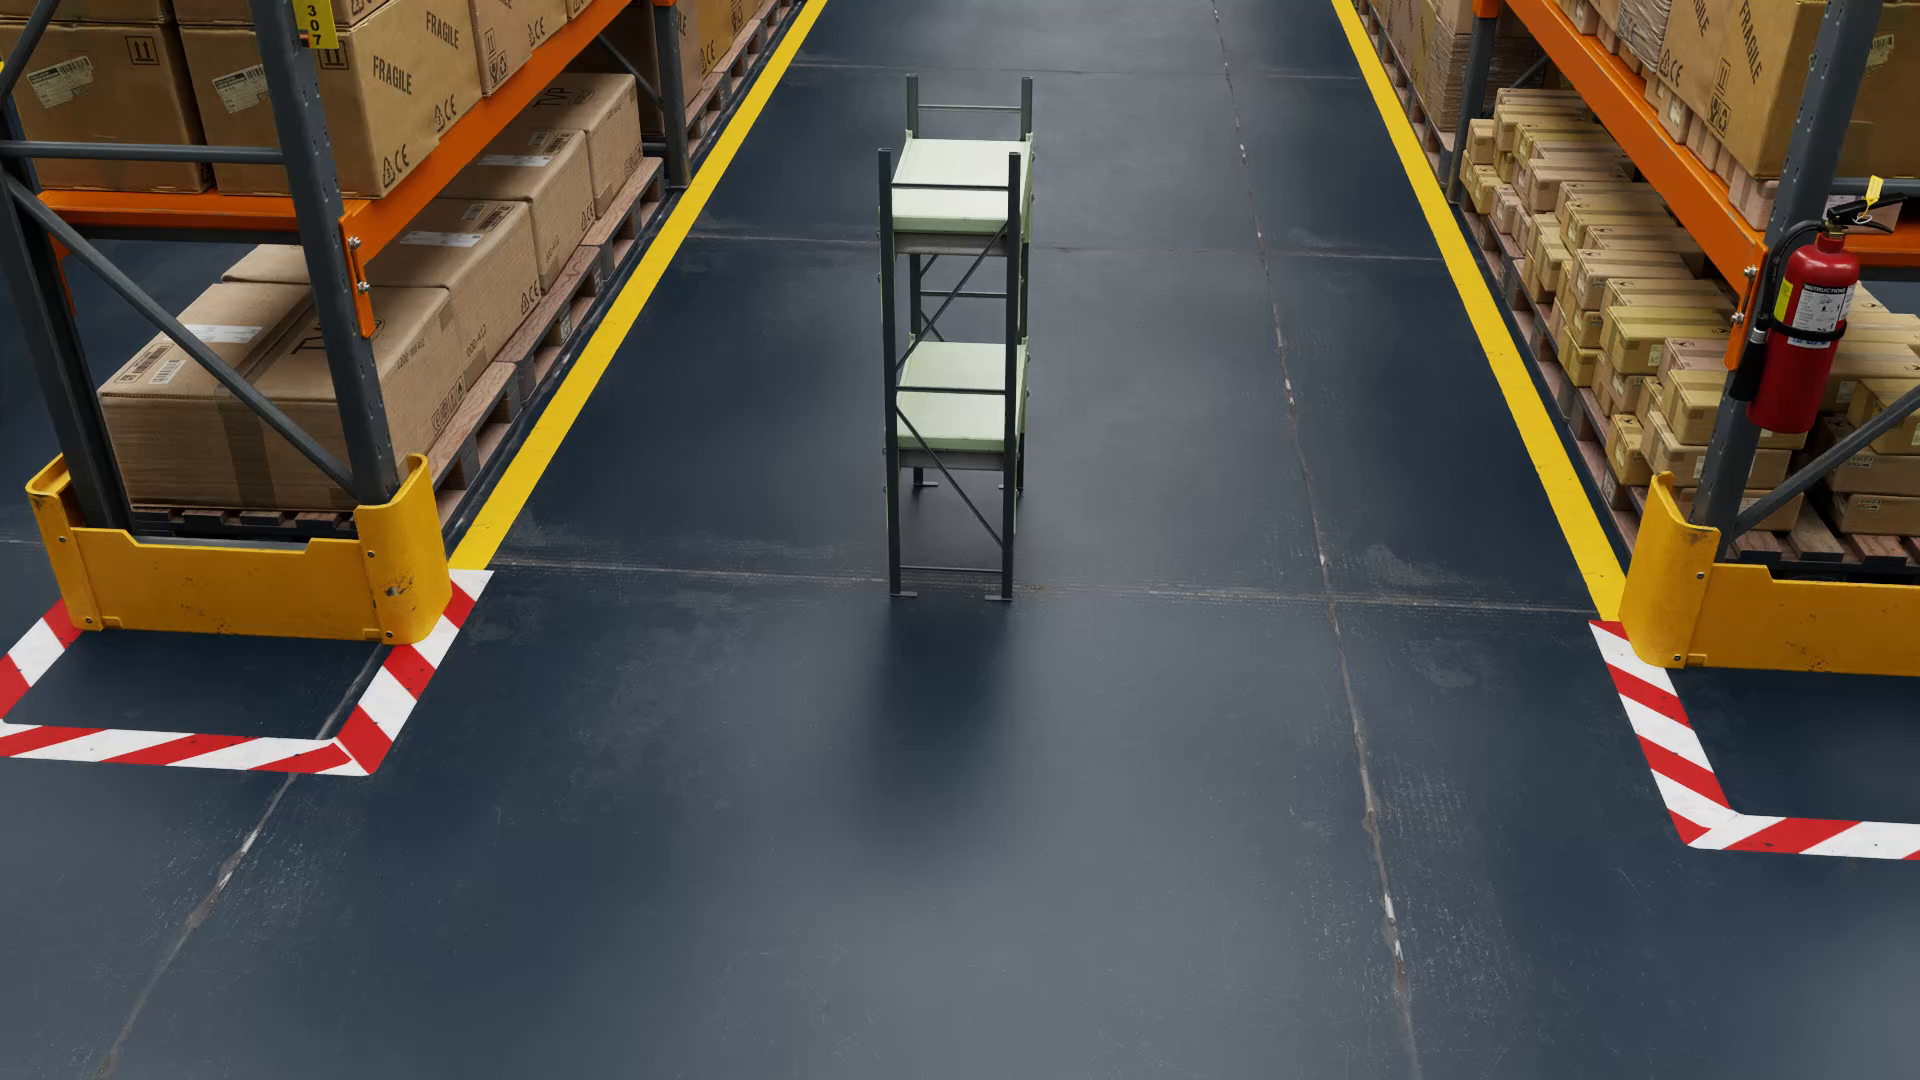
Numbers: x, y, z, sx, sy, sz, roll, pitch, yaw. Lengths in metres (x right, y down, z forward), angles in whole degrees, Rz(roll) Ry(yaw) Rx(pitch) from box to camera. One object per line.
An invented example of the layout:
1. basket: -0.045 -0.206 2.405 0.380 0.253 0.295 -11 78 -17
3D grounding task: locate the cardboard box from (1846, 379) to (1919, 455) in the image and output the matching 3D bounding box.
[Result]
1. cardboard box: 3.070 -0.390 5.274 0.380 0.149 0.250 1 32 2

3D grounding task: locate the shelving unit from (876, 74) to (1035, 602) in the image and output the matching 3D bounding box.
1. shelving unit: 0.001 -0.642 5.362 0.431 1.500 0.755 2 32 4

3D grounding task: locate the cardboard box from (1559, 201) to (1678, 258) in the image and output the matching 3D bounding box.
1. cardboard box: 2.627 -1.235 6.645 0.380 0.149 0.250 3 32 4

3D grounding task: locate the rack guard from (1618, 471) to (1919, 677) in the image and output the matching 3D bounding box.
1. rack guard: 2.695 0.112 5.091 1.175 0.500 0.348 2 32 4

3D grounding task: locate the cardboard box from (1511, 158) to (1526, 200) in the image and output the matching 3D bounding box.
1. cardboard box: 2.750 -1.655 7.609 0.380 0.149 0.250 2 32 4

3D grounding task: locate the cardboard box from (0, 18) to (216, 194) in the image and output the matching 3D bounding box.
1. cardboard box: -2.478 -1.377 5.030 0.500 0.500 0.500 3 32 4

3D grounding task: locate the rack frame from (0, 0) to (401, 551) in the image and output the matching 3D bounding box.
1. rack frame: -2.253 -1.071 4.629 1.000 3.000 0.127 2 32 4

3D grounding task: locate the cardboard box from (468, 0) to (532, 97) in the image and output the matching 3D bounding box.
1. cardboard box: -1.855 -1.883 5.851 0.500 0.500 0.500 2 32 4

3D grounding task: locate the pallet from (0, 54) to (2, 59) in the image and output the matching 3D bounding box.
1. pallet: -6.750 -3.252 10.826 1.003 0.211 1.213 2 32 4

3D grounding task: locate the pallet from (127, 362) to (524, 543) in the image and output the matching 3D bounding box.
1. pallet: -2.266 -0.305 6.044 1.003 0.211 1.213 2 32 4

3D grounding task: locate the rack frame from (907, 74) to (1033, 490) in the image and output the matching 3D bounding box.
1. rack frame: 0.030 -0.833 5.673 0.400 1.500 0.023 2 32 4

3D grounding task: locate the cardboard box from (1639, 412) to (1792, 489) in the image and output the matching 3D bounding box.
1. cardboard box: 2.447 -0.292 5.399 0.380 0.149 0.250 2 32 3

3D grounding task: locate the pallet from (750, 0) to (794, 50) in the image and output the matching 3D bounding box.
1. pallet: -1.741 -3.658 11.484 1.003 0.211 1.213 2 32 4

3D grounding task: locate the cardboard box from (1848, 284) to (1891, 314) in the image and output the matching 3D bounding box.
1. cardboard box: 3.058 -0.799 5.937 0.380 0.149 0.250 1 32 2

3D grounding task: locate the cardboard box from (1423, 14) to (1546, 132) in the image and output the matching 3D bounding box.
1. cardboard box: 2.823 -2.516 8.956 0.500 0.500 0.500 2 32 3

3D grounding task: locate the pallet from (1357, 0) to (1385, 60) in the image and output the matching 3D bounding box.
1. pallet: 3.275 -3.500 11.228 1.003 0.211 1.213 2 32 4

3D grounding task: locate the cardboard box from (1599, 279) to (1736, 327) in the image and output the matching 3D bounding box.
1. cardboard box: 2.535 -0.821 5.973 0.380 0.149 0.250 1 32 2

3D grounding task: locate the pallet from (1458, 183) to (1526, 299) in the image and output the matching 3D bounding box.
1. pallet: 2.995 -1.464 7.924 1.003 0.211 1.213 2 32 4

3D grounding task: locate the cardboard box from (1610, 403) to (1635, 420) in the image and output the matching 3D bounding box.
1. cardboard box: 2.551 -0.435 5.913 0.380 0.149 0.250 2 32 4

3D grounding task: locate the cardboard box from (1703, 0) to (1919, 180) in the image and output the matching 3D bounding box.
1. cardboard box: 2.468 -1.327 4.666 0.500 0.500 0.500 3 32 5

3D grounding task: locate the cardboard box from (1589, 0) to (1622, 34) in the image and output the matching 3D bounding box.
1. cardboard box: 2.598 -2.122 5.956 0.500 0.500 0.500 4 32 6

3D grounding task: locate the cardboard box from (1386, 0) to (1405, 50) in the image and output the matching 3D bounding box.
1. cardboard box: 2.953 -3.319 10.260 0.500 0.500 0.500 2 32 3

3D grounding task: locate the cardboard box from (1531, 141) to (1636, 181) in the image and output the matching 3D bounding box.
1. cardboard box: 2.728 -1.638 7.299 0.380 0.149 0.250 2 32 3

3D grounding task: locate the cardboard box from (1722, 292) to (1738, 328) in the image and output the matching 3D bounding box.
1. cardboard box: 3.053 -0.812 6.242 0.380 0.149 0.250 1 32 2

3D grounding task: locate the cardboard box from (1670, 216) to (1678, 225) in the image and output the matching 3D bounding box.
1. cardboard box: 3.130 -1.234 6.927 0.380 0.149 0.250 1 32 2

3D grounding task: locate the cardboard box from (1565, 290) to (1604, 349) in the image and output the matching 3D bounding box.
1. cardboard box: 2.517 -0.835 6.280 0.380 0.149 0.250 3 32 5

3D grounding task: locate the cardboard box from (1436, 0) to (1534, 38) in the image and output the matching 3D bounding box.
1. cardboard box: 2.823 -2.838 8.764 0.500 0.250 0.500 2 32 3

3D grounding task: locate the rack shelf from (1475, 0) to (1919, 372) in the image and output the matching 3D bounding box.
1. rack shelf: 2.851 -1.652 6.257 1.077 0.370 4.000 2 32 4

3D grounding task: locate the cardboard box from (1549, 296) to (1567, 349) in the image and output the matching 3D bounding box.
1. cardboard box: 2.558 -0.843 6.575 0.380 0.149 0.250 3 32 5

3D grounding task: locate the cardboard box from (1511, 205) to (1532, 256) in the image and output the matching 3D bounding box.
1. cardboard box: 2.703 -1.386 7.457 0.380 0.149 0.250 2 32 3

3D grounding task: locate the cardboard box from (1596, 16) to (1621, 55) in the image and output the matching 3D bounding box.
1. cardboard box: 2.630 -1.930 6.262 0.380 0.149 0.250 4 32 6

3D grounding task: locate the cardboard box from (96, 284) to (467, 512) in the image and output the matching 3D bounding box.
1. cardboard box: -2.299 -0.508 5.758 0.875 0.438 0.875 1 32 2

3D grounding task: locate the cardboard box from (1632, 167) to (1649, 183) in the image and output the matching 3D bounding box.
1. cardboard box: 3.151 -1.627 7.281 0.380 0.149 0.250 3 32 6

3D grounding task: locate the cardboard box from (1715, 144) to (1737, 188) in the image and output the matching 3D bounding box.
1. cardboard box: 2.491 -1.116 4.942 0.380 0.149 0.250 2 32 4

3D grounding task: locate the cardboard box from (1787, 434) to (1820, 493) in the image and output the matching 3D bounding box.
1. cardboard box: 2.990 -0.278 5.659 0.380 0.149 0.250 2 32 4

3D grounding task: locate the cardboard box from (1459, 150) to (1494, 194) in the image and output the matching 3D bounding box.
1. cardboard box: 2.664 -1.792 8.116 0.380 0.149 0.250 1 32 2

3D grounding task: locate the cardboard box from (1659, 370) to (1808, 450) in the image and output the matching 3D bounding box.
1. cardboard box: 2.479 -0.418 5.320 0.380 0.149 0.250 3 32 5

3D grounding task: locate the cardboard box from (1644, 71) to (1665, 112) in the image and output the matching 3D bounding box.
1. cardboard box: 2.545 -1.519 5.595 0.380 0.149 0.250 1 32 2

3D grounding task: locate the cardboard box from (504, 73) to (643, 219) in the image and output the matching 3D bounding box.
1. cardboard box: -2.086 -1.927 8.059 0.875 0.438 0.875 2 32 3

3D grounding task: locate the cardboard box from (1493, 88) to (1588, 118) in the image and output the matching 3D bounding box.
1. cardboard box: 2.780 -2.051 7.969 0.380 0.149 0.250 4 32 6

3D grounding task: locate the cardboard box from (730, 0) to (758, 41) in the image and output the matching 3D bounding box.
1. cardboard box: -1.818 -3.704 10.527 0.875 0.875 0.875 3 32 5

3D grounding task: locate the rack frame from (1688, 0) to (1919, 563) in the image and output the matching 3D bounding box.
1. rack frame: 2.688 -0.912 4.371 1.000 3.000 0.127 2 32 4

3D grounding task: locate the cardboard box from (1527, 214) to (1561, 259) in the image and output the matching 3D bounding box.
1. cardboard box: 2.596 -1.242 6.939 0.380 0.149 0.250 2 32 4
